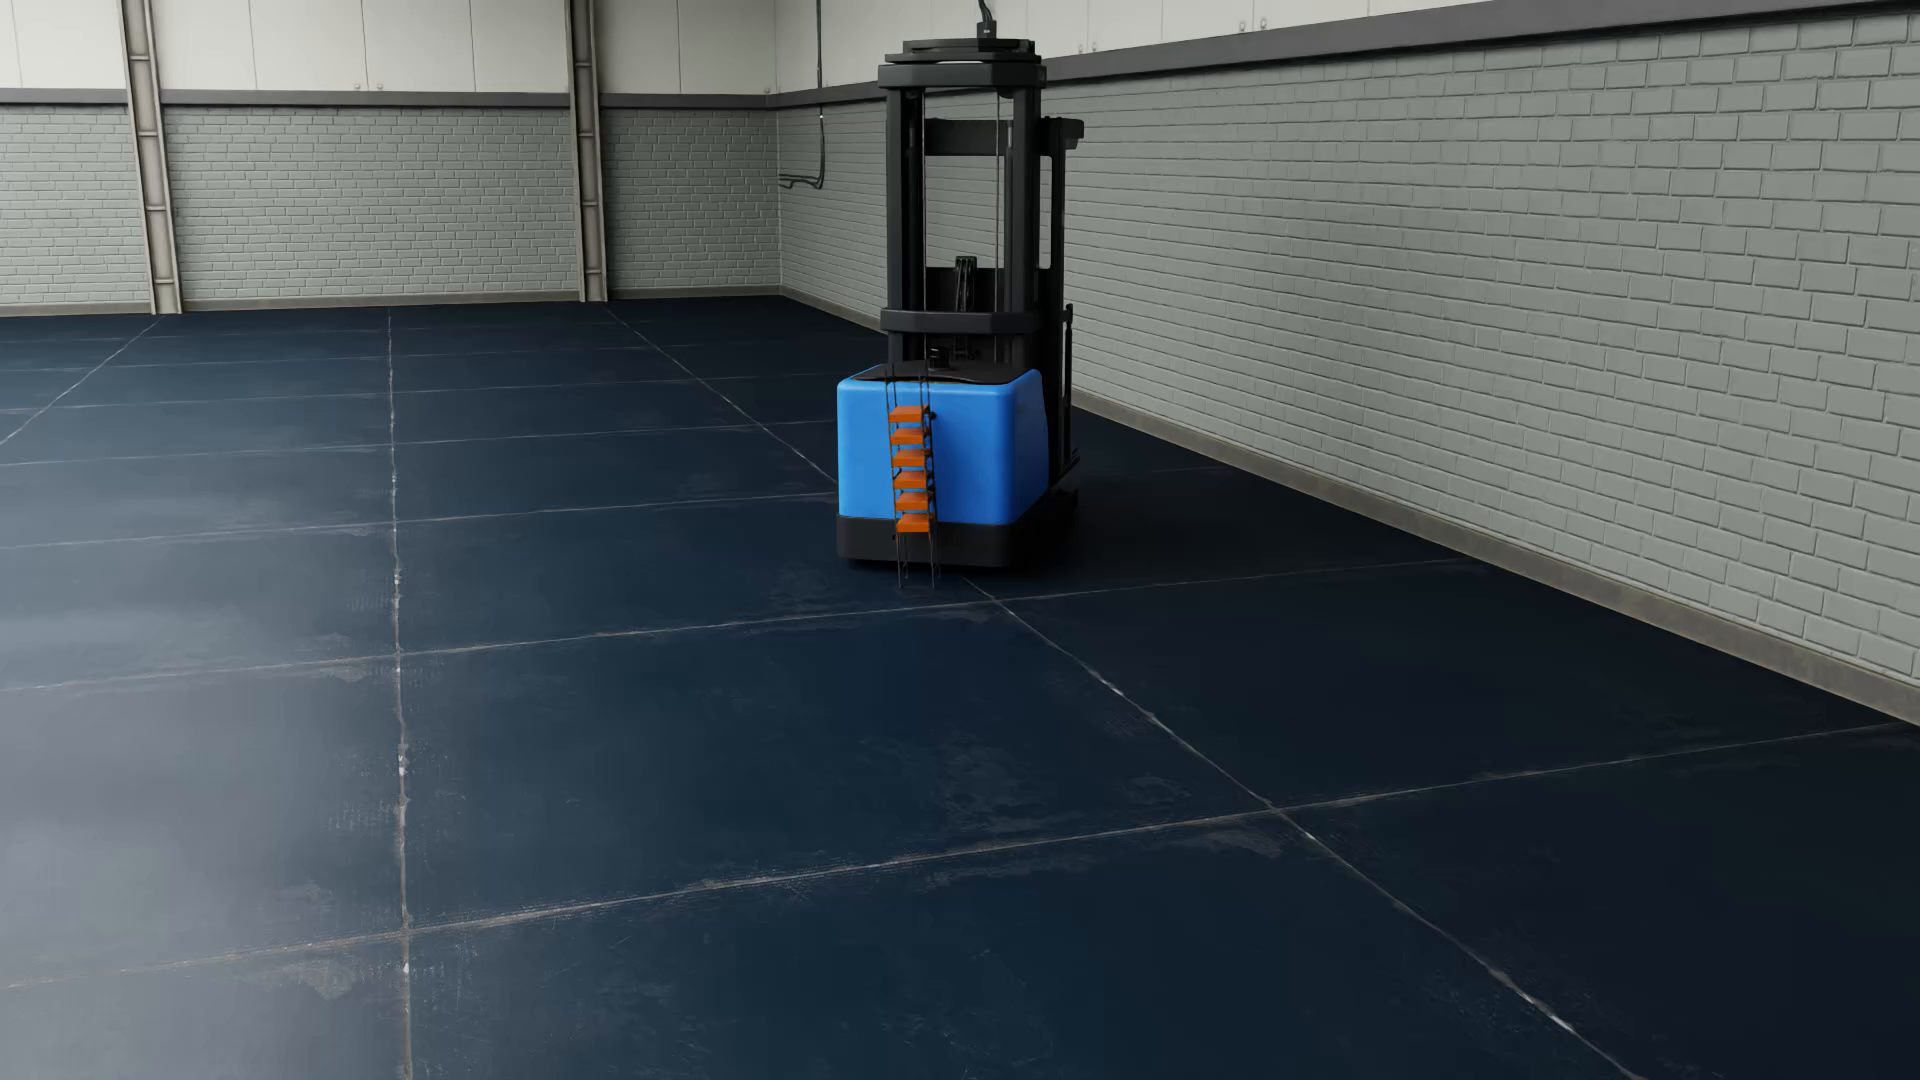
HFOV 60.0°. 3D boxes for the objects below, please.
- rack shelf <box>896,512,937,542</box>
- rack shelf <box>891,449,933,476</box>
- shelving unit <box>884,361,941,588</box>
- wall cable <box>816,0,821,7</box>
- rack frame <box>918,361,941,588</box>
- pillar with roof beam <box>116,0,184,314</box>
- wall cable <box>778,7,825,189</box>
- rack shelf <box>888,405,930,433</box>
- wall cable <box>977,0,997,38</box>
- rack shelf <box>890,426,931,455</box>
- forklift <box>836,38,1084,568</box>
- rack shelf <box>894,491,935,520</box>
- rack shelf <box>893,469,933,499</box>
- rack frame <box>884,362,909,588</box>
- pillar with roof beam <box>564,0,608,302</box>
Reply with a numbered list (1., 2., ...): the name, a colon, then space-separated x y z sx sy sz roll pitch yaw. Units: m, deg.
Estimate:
1. rack shelf: -0.234 -0.075 9.050 0.180 0.103 0.258 -1 15 9
2. rack shelf: -0.256 -0.422 8.956 0.180 0.103 0.258 -1 15 9
3. shelving unit: -0.251 -0.349 8.976 0.189 1.200 0.258 -1 15 9
4. wall cable: -1.581 -8.355 21.618 0.112 2.526 3.097 -4 14 -18
5. rack frame: -0.161 -0.350 8.961 0.006 1.200 0.240 -1 15 9
6. pillar with roof beam: -9.971 -6.688 18.812 0.400 9.000 9.100 -4 14 -18
7. wall cable: -2.443 -6.491 24.697 0.112 2.526 3.097 -4 14 -18
8. rack shelf: -0.270 -0.653 8.894 0.180 0.103 0.258 -1 15 9
9. wall cable: 0.569 -7.573 15.186 0.169 6.003 2.305 -4 14 -18
10. rack shelf: -0.263 -0.537 8.925 0.180 0.103 0.258 -1 15 9
11. forklift: 0.151 -1.567 10.397 1.130 2.935 3.031 3 14 14
12. rack shelf: -0.241 -0.190 9.018 0.180 0.103 0.258 -1 15 9
13. rack shelf: -0.249 -0.306 8.987 0.180 0.103 0.258 -1 15 9
14. rack frame: -0.342 -0.347 8.991 0.006 1.200 0.240 -1 15 9
15. pillar with roof beam: -4.284 -7.130 20.674 0.400 9.000 9.100 -4 14 -18
